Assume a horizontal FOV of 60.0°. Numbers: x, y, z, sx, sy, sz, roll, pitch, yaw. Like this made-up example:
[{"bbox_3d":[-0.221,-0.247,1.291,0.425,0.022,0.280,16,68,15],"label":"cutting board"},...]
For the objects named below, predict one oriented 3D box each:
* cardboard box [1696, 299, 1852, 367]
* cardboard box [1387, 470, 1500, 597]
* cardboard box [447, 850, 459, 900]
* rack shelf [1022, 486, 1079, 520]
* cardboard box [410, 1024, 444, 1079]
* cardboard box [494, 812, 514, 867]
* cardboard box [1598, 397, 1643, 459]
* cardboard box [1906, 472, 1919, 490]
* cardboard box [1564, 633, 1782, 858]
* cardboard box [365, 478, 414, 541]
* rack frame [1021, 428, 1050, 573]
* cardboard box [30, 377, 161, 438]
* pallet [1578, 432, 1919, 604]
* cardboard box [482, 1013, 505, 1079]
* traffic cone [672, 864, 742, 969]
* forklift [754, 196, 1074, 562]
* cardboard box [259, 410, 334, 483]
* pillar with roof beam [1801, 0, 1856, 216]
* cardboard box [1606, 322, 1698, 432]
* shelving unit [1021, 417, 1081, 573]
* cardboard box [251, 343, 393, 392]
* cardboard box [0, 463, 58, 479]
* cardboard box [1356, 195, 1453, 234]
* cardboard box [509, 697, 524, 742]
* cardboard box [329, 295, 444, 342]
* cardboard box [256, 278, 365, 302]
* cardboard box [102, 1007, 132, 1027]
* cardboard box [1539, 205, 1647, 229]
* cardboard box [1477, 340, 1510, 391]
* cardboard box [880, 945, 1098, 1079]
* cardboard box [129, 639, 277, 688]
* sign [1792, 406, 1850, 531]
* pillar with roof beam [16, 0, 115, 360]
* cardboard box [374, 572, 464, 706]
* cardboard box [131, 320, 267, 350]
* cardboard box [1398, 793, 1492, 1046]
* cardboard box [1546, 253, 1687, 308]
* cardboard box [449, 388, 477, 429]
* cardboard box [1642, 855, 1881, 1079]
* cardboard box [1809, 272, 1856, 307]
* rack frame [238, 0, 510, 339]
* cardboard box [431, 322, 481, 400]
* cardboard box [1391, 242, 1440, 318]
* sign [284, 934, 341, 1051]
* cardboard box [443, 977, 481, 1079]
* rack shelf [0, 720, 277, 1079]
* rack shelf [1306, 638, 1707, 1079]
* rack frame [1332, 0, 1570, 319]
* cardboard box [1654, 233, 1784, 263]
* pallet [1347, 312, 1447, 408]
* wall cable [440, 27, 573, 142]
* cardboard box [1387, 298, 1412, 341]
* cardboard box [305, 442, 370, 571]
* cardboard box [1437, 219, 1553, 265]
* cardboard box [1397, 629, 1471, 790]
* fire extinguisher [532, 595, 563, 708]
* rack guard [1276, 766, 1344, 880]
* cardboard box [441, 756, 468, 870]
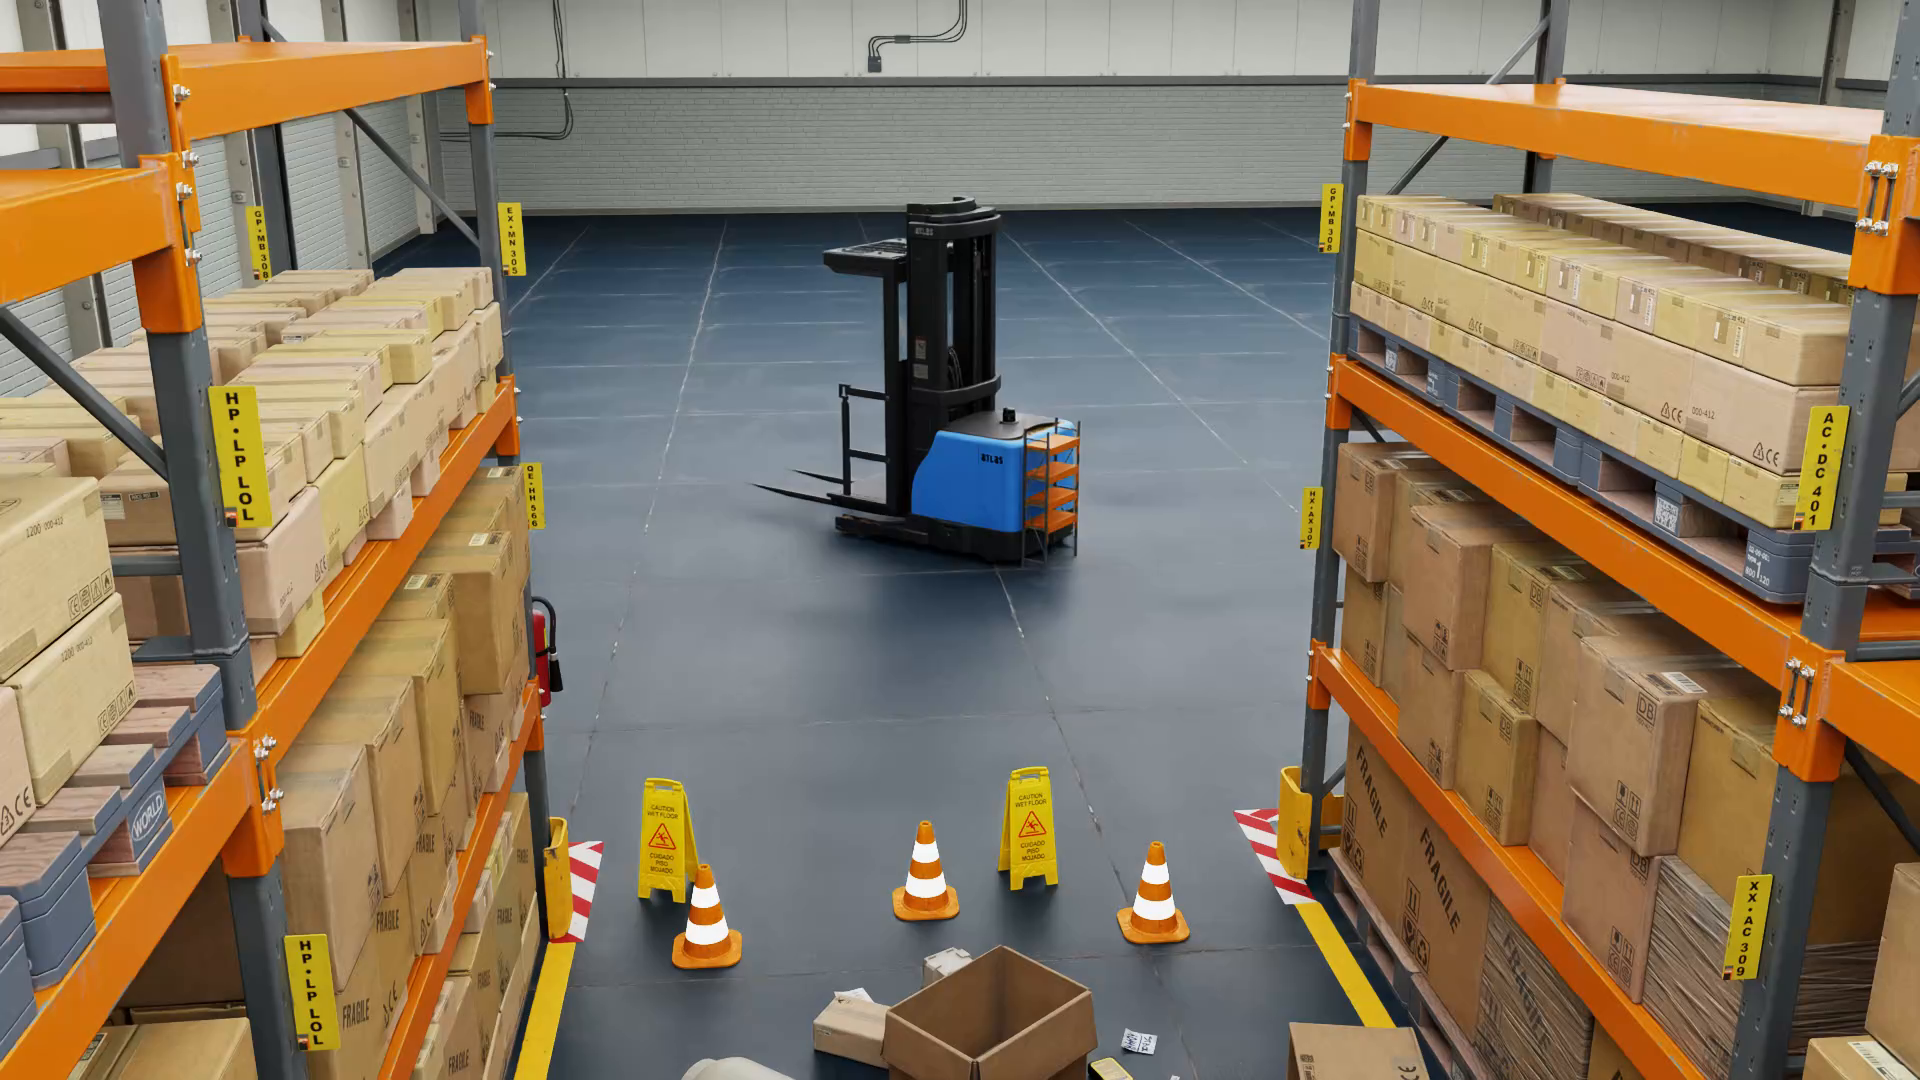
[{"bbox_3d":[2.369,-0.598,4.787,0.380,0.149,0.250,-2,18,-6],"label":"cardboard box"},{"bbox_3d":[2.485,0.010,7.583,0.875,0.550,0.550,-2,18,-6],"label":"cardboard box"},{"bbox_3d":[-2.054,1.260,6.076,0.380,0.149,0.250,-2,18,-6],"label":"cardboard box"},{"bbox_3d":[0.758,-0.314,13.896,0.258,0.148,0.480,12,21,33],"label":"rack shelf"},{"bbox_3d":[-1.964,1.767,5.595,0.380,0.149,0.250,-1,17,-4],"label":"cardboard box"},{"bbox_3d":[-2.130,1.290,7.116,0.380,0.149,0.250,-1,17,-4],"label":"cardboard box"},{"bbox_3d":[2.313,-0.370,5.391,0.380,0.149,0.250,-2,18,-5],"label":"cardboard box"},{"bbox_3d":[3.021,-0.239,4.975,0.380,0.149,0.250,-2,18,-5],"label":"cardboard box"},{"bbox_3d":[2.573,0.658,5.520,0.875,0.550,0.550,-2,18,-6],"label":"cardboard box"},{"bbox_3d":[-1.998,-0.099,5.397,0.380,0.149,0.250,-2,18,-7],"label":"cardboard box"},{"bbox_3d":[0.620,-0.318,13.683,0.240,1.200,0.015,12,21,33],"label":"rack frame"},{"bbox_3d":[-2.537,-0.390,4.992,0.380,0.149,0.250,-2,18,-7],"label":"cardboard box"},{"bbox_3d":[2.675,-0.117,5.181,1.003,0.211,1.213,-2,18,-6],"label":"pallet"},{"bbox_3d":[-2.120,2.162,6.673,0.500,0.250,0.500,-2,18,-8],"label":"cardboard box"},{"bbox_3d":[-1.249,1.806,8.152,0.336,0.463,0.334,-2,18,-6],"label":"traffic cone"},{"bbox_3d":[-0.503,-1.534,14.670,3.031,2.935,1.130,12,21,33],"label":"forklift"},{"bbox_3d":[-1.946,-0.252,4.552,0.380,0.149,0.250,-2,18,-7],"label":"cardboard box"},{"bbox_3d":[15.618,-11.743,37.059,9.100,9.000,0.400,-2,18,-6],"label":"pillar with roof beam"},{"bbox_3d":[2.391,-0.523,5.212,0.500,0.250,0.500,-2,18,-6],"label":"cardboard box"},{"bbox_3d":[0.758,-0.378,13.875,0.258,1.200,0.503,12,21,33],"label":"shelving unit"},{"bbox_3d":[-2.114,-0.557,5.524,0.380,0.149,0.250,-1,17,-5],"label":"cardboard box"},{"bbox_3d":[-2.414,-0.080,4.005,0.380,0.149,0.250,-1,17,-4],"label":"cardboard box"},{"bbox_3d":[2.055,-1.506,7.679,0.380,0.149,0.250,-2,17,-5],"label":"cardboard box"},{"bbox_3d":[-2.189,0.804,7.527,0.380,0.149,0.250,-2,18,-6],"label":"cardboard box"},{"bbox_3d":[-2.240,-0.862,6.495,0.380,0.149,0.250,-2,18,-5],"label":"cardboard box"},{"bbox_3d":[-2.701,-0.997,6.927,0.380,0.149,0.250,-2,18,-6],"label":"cardboard box"},{"bbox_3d":[-2.457,1.385,4.595,0.500,0.500,0.500,-2,18,-7],"label":"cardboard box"},{"bbox_3d":[2.760,-1.375,7.260,0.380,0.149,0.250,-1,17,-5],"label":"cardboard box"},{"bbox_3d":[2.210,-0.671,6.350,0.380,0.149,0.250,-2,18,-5],"label":"cardboard box"},{"bbox_3d":[0.123,2.144,7.009,0.637,0.503,0.797,16,24,42],"label":"cardboard box"},{"bbox_3d":[-1.950,0.286,4.168,0.380,0.149,0.250,-2,18,-6],"label":"cardboard box"},{"bbox_3d":[2.198,-0.182,4.245,0.100,0.325,0.005,-2,18,-6],"label":"sign"},{"bbox_3d":[-5.294,-5.673,17.724,9.100,9.000,0.400,-2,18,-6],"label":"pillar with roof beam"},{"bbox_3d":[-2.194,0.439,5.938,0.700,0.500,0.500,-2,18,-6],"label":"cardboard box"},{"bbox_3d":[-2.718,-0.693,5.956,0.380,0.149,0.250,-1,17,-4],"label":"cardboard box"},{"bbox_3d":[2.565,1.600,7.419,0.875,0.875,0.875,-2,18,-7],"label":"cardboard box"},{"bbox_3d":[2.265,-0.899,5.744,0.380,0.149,0.250,-2,18,-6],"label":"cardboard box"},{"bbox_3d":[-2.210,-0.553,6.842,0.380,0.149,0.250,-1,17,-4],"label":"cardboard box"},{"bbox_3d":[2.699,1.335,5.166,0.875,0.550,0.550,-2,18,-6],"label":"cardboard box"},{"bbox_3d":[2.970,-0.770,5.333,0.380,0.149,0.250,-2,18,-7],"label":"cardboard box"},{"bbox_3d":[-2.576,-2.355,7.154,1.000,3.000,0.127,-2,18,-6],"label":"rack frame"},{"bbox_3d":[-2.218,-0.700,6.643,0.500,0.250,0.500,-2,18,-6],"label":"cardboard box"},{"bbox_3d":[2.185,-1.122,7.122,0.500,0.250,0.500,-2,18,-6],"label":"cardboard box"},{"bbox_3d":[-1.612,1.129,4.141,0.100,0.325,0.005,-2,18,-6],"label":"sign"},{"bbox_3d":[-2.075,1.955,6.079,0.500,0.500,0.500,-1,17,-3],"label":"cardboard box"},{"bbox_3d":[-1.958,1.207,2.017,1.077,0.370,4.000,-2,18,-6],"label":"rack shelf"},{"bbox_3d":[2.543,1.264,6.846,1.077,0.370,4.000,-2,18,-6],"label":"rack shelf"},{"bbox_3d":[2.337,-2.538,7.737,1.000,3.000,0.127,-2,18,-6],"label":"rack frame"},{"bbox_3d":[2.866,-1.071,6.293,0.380,0.149,0.250,-2,18,-5],"label":"cardboard box"},{"bbox_3d":[2.424,-0.844,7.497,1.003,0.211,1.213,-2,18,-6],"label":"pallet"},{"bbox_3d":[-10.421,-10.340,37.774,3.097,2.526,0.112,-2,18,-6],"label":"wall cable"},{"bbox_3d":[2.106,-0.972,7.310,0.380,0.149,0.250,-2,18,-5],"label":"cardboard box"},{"bbox_3d":[-1.999,-0.095,4.718,0.500,0.250,0.500,-2,18,-6],"label":"cardboard box"},{"bbox_3d":[2.159,-1.203,6.714,0.380,0.149,0.250,-2,18,-7],"label":"cardboard box"},{"bbox_3d":[2.431,0.696,7.202,0.875,0.550,0.550,-2,18,-6],"label":"cardboard box"},{"bbox_3d":[-2.130,0.496,8.218,0.296,0.674,0.183,-2,18,-6],"label":"fire extinguisher"},{"bbox_3d":[2.334,1.510,9.033,1.175,0.500,0.348,-2,18,-6],"label":"rack guard"},{"bbox_3d":[-2.118,0.921,6.072,0.500,0.500,0.500,-2,17,-5],"label":"cardboard box"}]
